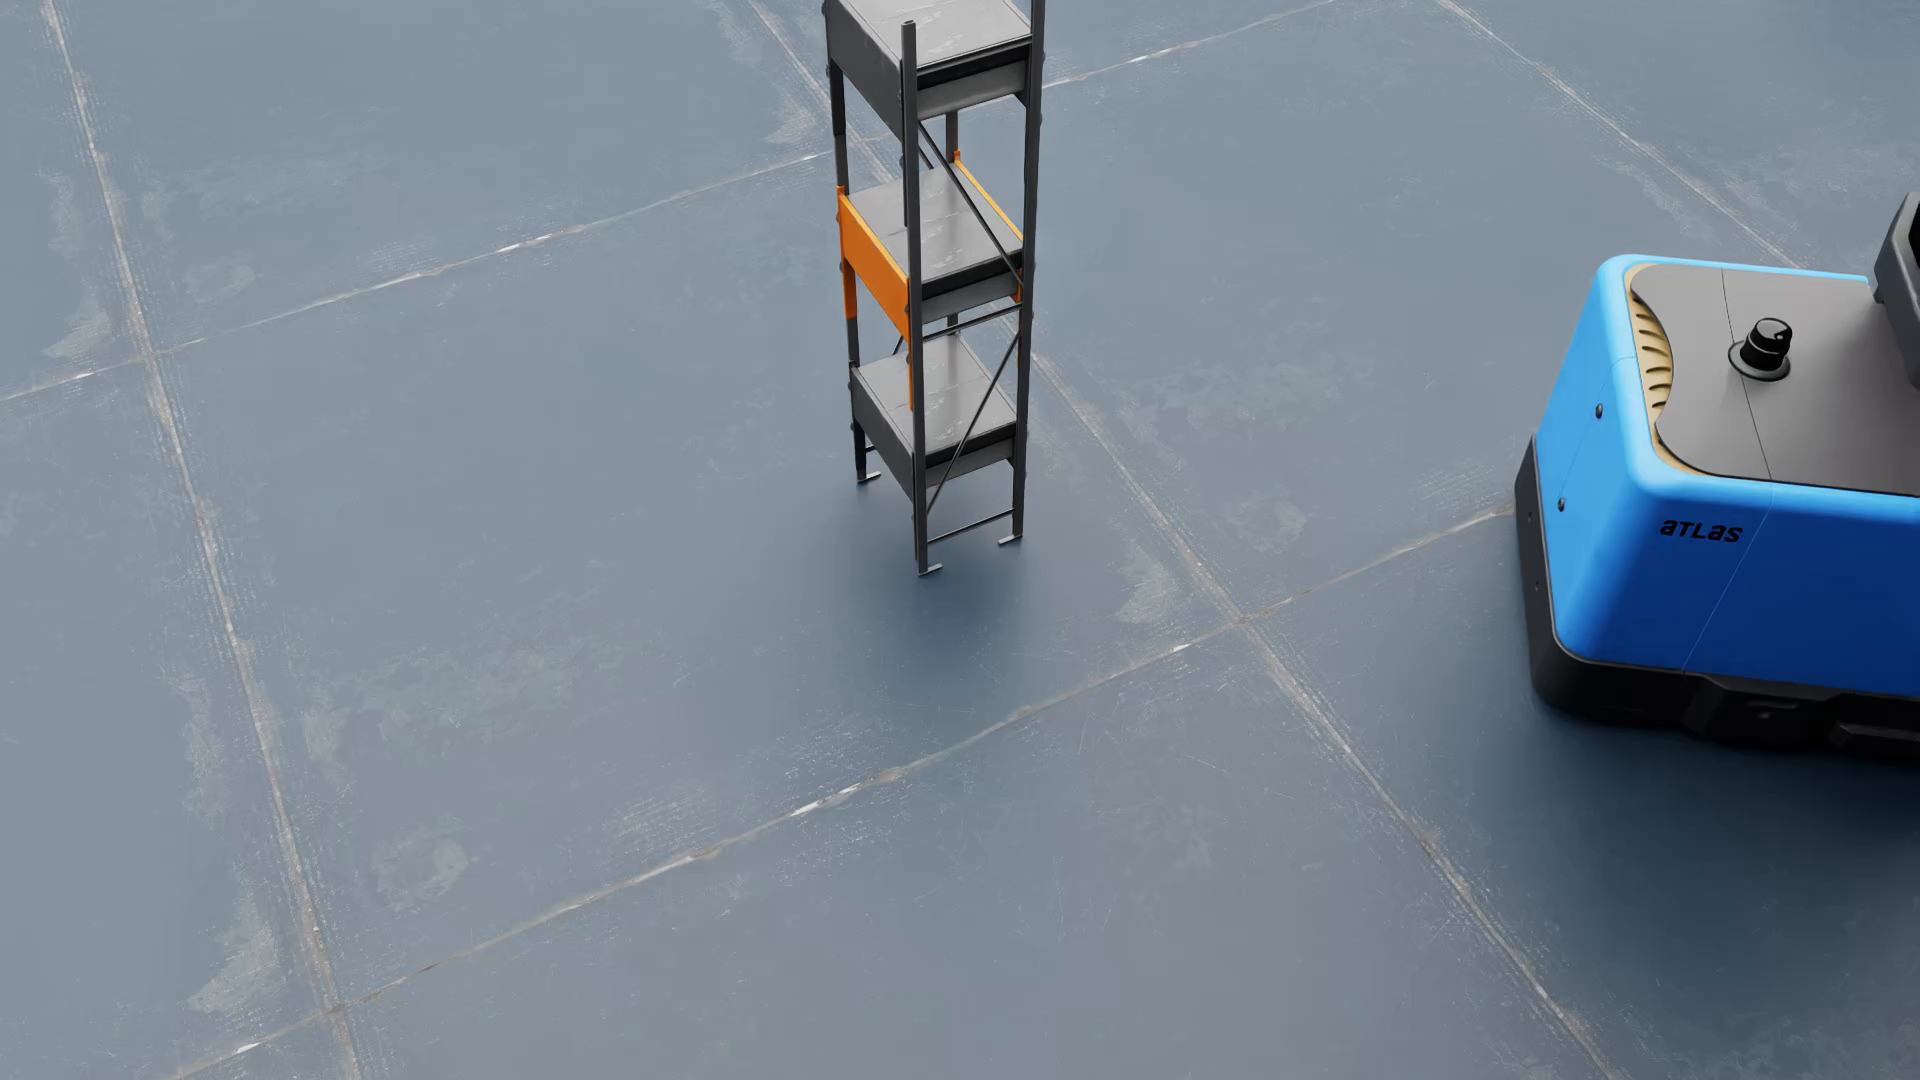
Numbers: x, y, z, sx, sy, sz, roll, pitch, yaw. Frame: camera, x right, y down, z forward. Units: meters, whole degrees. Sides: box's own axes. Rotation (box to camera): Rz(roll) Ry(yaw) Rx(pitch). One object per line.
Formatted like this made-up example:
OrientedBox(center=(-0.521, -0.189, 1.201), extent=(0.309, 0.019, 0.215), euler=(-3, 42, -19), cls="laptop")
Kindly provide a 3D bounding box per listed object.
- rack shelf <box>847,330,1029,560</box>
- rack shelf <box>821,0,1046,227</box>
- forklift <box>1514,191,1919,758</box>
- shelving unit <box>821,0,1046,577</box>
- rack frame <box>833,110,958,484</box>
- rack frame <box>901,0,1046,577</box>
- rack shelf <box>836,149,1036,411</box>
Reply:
OrientedBox(center=(-0.076, -0.332, 5.594), extent=(0.431, 0.518, 0.480), euler=(-21, 52, -18), cls="rack shelf")
OrientedBox(center=(-0.076, -1.254, 4.540), extent=(0.431, 0.518, 0.480), euler=(-21, 52, -18), cls="rack shelf")
OrientedBox(center=(3.375, -0.621, 4.346), extent=(3.031, 2.935, 1.130), euler=(6, 49, 6), cls="forklift")
OrientedBox(center=(-0.076, -0.802, 5.057), extent=(0.431, 2.100, 0.503), euler=(-21, 52, -18), cls="shelving unit")
OrientedBox(center=(-0.187, -0.965, 5.199), extent=(0.400, 2.100, 0.015), euler=(-21, 52, -18), cls="rack frame")
OrientedBox(center=(0.036, -0.639, 4.914), extent=(0.400, 2.100, 0.015), euler=(-21, 52, -18), cls="rack frame")
OrientedBox(center=(-0.076, -0.793, 5.067), extent=(0.431, 0.518, 0.480), euler=(-21, 52, -18), cls="rack shelf")
